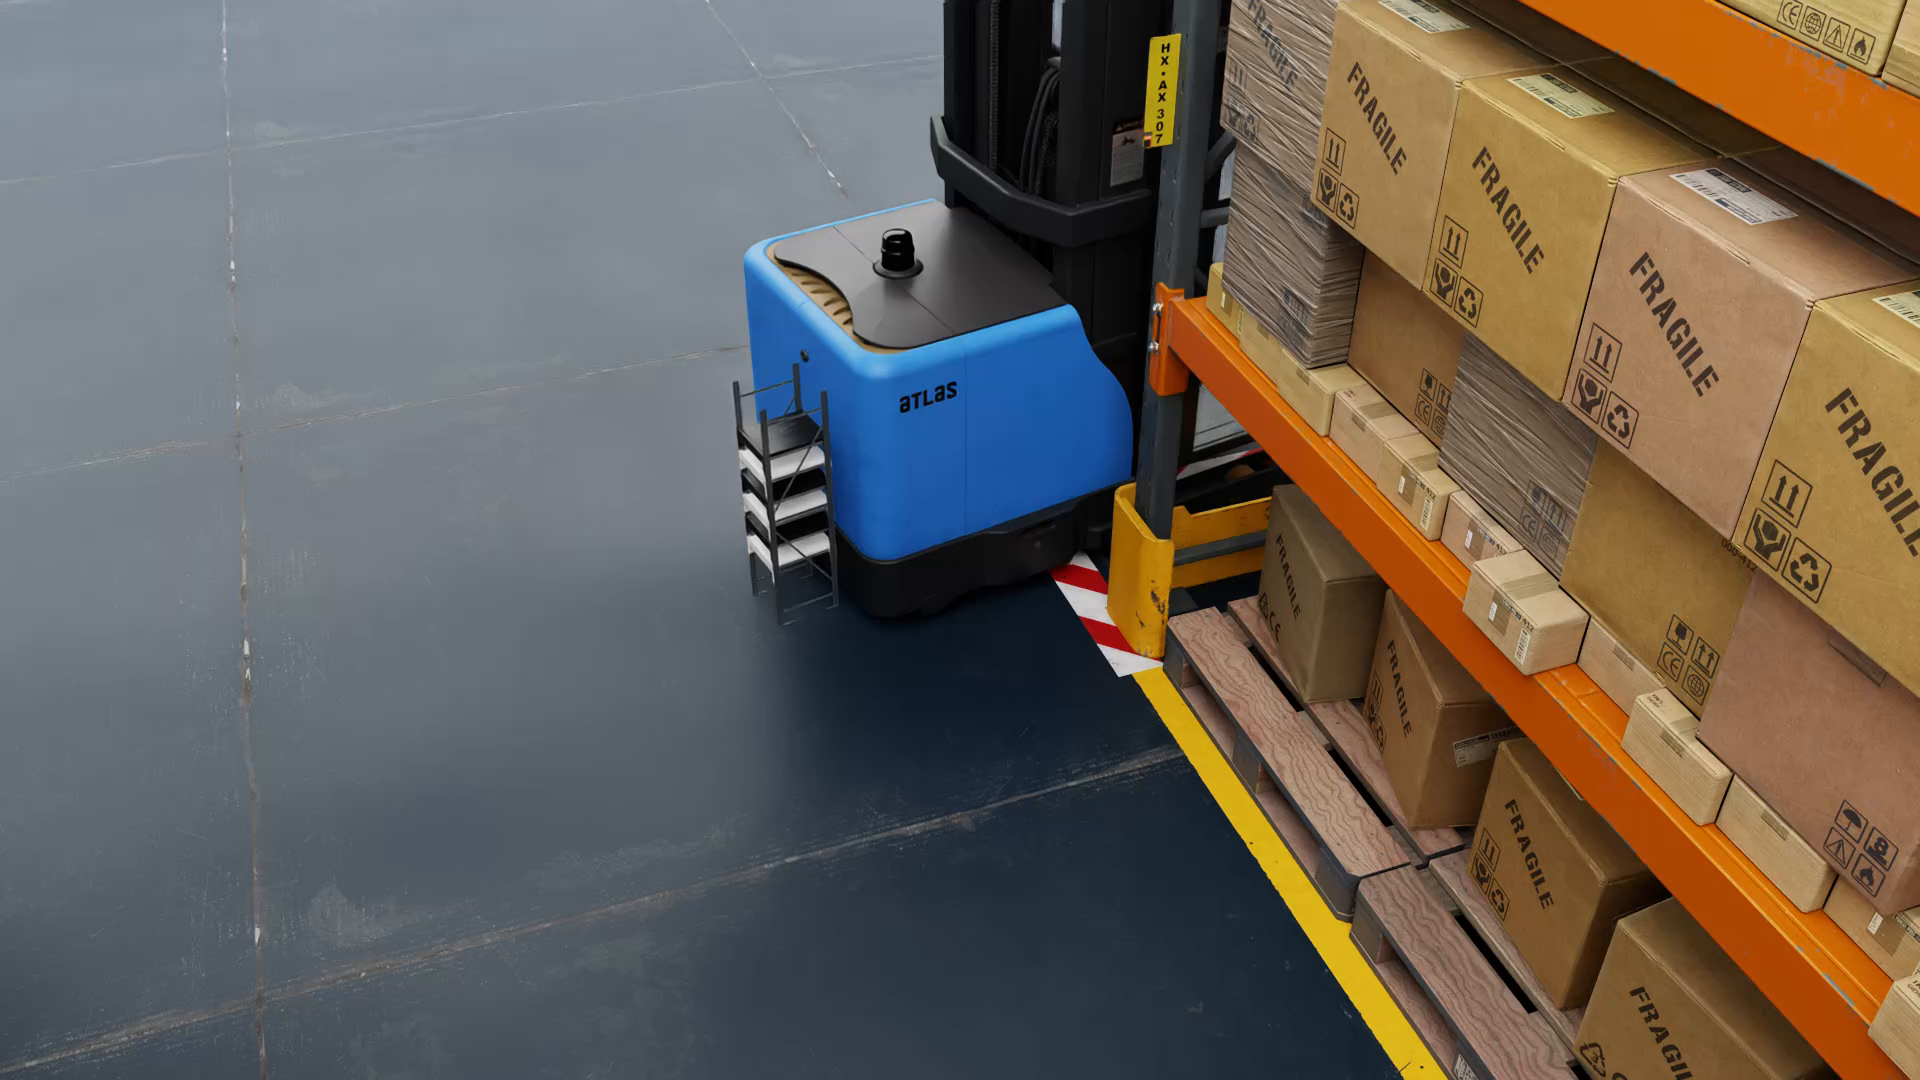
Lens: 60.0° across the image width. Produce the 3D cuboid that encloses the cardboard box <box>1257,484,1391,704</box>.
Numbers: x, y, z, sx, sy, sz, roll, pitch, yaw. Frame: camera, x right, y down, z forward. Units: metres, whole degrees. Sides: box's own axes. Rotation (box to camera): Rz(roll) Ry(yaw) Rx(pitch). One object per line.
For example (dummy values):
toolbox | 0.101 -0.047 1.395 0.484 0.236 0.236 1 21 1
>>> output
cardboard box | 1.285 0.146 5.292 0.500 0.500 0.500 -6 37 -7

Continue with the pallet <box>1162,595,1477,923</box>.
pallet | 1.358 0.582 5.302 1.003 0.211 1.213 -12 39 -16

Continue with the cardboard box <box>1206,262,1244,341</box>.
cardboard box | 0.960 -0.730 4.935 0.380 0.149 0.250 -12 39 -16

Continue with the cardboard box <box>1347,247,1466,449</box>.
cardboard box | 1.534 -0.626 4.257 0.875 0.500 0.500 -12 39 -16

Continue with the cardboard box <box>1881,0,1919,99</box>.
cardboard box | 1.710 -0.707 2.327 0.500 0.250 0.500 -13 39 -16

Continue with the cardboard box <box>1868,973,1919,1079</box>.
cardboard box | 1.815 0.843 2.846 0.380 0.149 0.250 -12 39 -16

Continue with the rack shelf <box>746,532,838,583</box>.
rack shelf | -0.588 0.029 5.818 0.258 0.077 0.200 -20 41 -24

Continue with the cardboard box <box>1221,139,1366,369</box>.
cardboard box | 1.249 -0.883 4.599 0.875 0.500 0.500 -12 39 -16

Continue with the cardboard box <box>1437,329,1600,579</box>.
cardboard box | 1.665 -0.334 3.870 0.875 0.500 0.500 -12 39 -16

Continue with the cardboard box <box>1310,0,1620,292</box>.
cardboard box | 1.185 -0.948 3.854 0.500 0.500 0.500 -12 39 -16

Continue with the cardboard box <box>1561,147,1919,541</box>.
cardboard box | 1.536 -0.385 3.106 0.500 0.500 0.500 -12 39 -16

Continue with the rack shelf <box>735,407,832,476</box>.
rack shelf | -0.588 -0.331 5.548 0.258 0.077 0.200 -20 41 -24

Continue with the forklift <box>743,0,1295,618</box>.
forklift | 0.757 -1.547 5.868 3.031 2.935 1.130 -19 41 -24

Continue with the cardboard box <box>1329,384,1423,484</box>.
cardboard box | 1.205 -0.304 4.369 0.380 0.149 0.250 -12 39 -16

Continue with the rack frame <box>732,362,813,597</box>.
rack frame | -0.641 -0.194 5.760 0.240 0.900 0.006 -20 41 -24

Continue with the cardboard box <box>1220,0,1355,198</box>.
cardboard box | 1.019 -1.232 4.231 0.500 0.500 0.500 -12 39 -16

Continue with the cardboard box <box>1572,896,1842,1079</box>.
cardboard box | 1.871 1.159 3.947 0.500 0.500 0.500 -16 40 -20

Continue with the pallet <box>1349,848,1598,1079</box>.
pallet | 1.774 1.270 4.388 1.003 0.211 1.213 -12 39 -16

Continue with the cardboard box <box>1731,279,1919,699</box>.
cardboard box | 1.705 -0.101 2.730 0.500 0.500 0.500 -12 39 -16

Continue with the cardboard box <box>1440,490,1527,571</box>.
cardboard box | 1.396 -0.025 3.999 0.380 0.149 0.250 -12 39 -16

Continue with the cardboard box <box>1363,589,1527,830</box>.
cardboard box | 1.523 0.477 4.853 0.500 0.500 0.500 -3 37 -4

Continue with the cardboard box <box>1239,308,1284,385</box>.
cardboard box | 1.028 -0.585 4.742 0.380 0.149 0.250 -12 39 -16

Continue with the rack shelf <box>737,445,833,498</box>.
rack shelf | -0.588 -0.259 5.602 0.258 0.077 0.200 -20 41 -24

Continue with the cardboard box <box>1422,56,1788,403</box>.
cardboard box | 1.358 -0.666 3.479 0.500 0.500 0.500 -12 39 -16

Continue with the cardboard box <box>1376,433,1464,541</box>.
cardboard box | 1.285 -0.161 4.179 0.380 0.149 0.250 -12 39 -16

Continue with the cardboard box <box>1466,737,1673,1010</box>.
cardboard box | 1.720 0.834 4.378 0.500 0.500 0.500 -9 38 -12

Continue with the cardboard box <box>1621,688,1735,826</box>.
cardboard box | 1.610 0.408 3.424 0.380 0.149 0.250 -12 39 -16

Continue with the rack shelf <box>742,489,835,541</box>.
rack shelf | -0.588 -0.115 5.710 0.258 0.077 0.200 -20 41 -24

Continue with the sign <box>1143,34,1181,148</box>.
sign | 0.576 -1.274 4.729 0.100 0.325 0.005 -12 39 -16

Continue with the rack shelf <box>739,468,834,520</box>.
rack shelf | -0.588 -0.187 5.656 0.258 0.077 0.200 -20 41 -24

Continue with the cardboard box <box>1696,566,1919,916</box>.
cardboard box | 1.960 0.242 3.106 0.875 0.500 0.500 -12 39 -16

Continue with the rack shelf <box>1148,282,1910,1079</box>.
rack shelf | 1.774 0.376 3.855 1.077 0.370 4.000 -12 39 -16

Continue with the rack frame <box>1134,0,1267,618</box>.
rack frame | 1.086 -1.041 5.139 1.000 3.000 0.127 -12 39 -16

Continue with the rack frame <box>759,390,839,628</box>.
rack frame | -0.536 -0.089 5.621 0.240 0.900 0.006 -20 41 -24

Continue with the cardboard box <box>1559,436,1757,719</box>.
cardboard box | 1.827 -0.049 3.492 0.875 0.500 0.500 -12 39 -16

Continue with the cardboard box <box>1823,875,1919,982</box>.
cardboard box | 1.853 0.675 3.070 0.380 0.149 0.250 -12 39 -16

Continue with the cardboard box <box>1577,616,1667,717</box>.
cardboard box | 1.596 0.251 3.632 0.380 0.149 0.250 -12 39 -16

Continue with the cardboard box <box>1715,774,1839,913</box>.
cardboard box | 1.729 0.542 3.246 0.380 0.149 0.250 -12 39 -16

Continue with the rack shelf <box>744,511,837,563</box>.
rack shelf | -0.588 -0.043 5.764 0.258 0.077 0.200 -20 41 -24

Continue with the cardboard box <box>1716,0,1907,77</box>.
cardboard box | 1.543 -0.990 2.702 0.500 0.250 0.500 -11 38 -15

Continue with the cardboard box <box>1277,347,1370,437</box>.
cardboard box | 1.100 -0.441 4.551 0.380 0.149 0.250 -12 39 -16

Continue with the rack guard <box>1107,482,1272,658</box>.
rack guard | 1.112 0.000 5.834 1.175 0.500 0.348 -12 39 -16

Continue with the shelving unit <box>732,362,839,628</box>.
shelving unit | -0.588 -0.142 5.690 0.258 0.900 0.210 -20 41 -24

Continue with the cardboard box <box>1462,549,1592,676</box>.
cardboard box | 1.385 0.137 3.783 0.380 0.149 0.250 -12 39 -16
